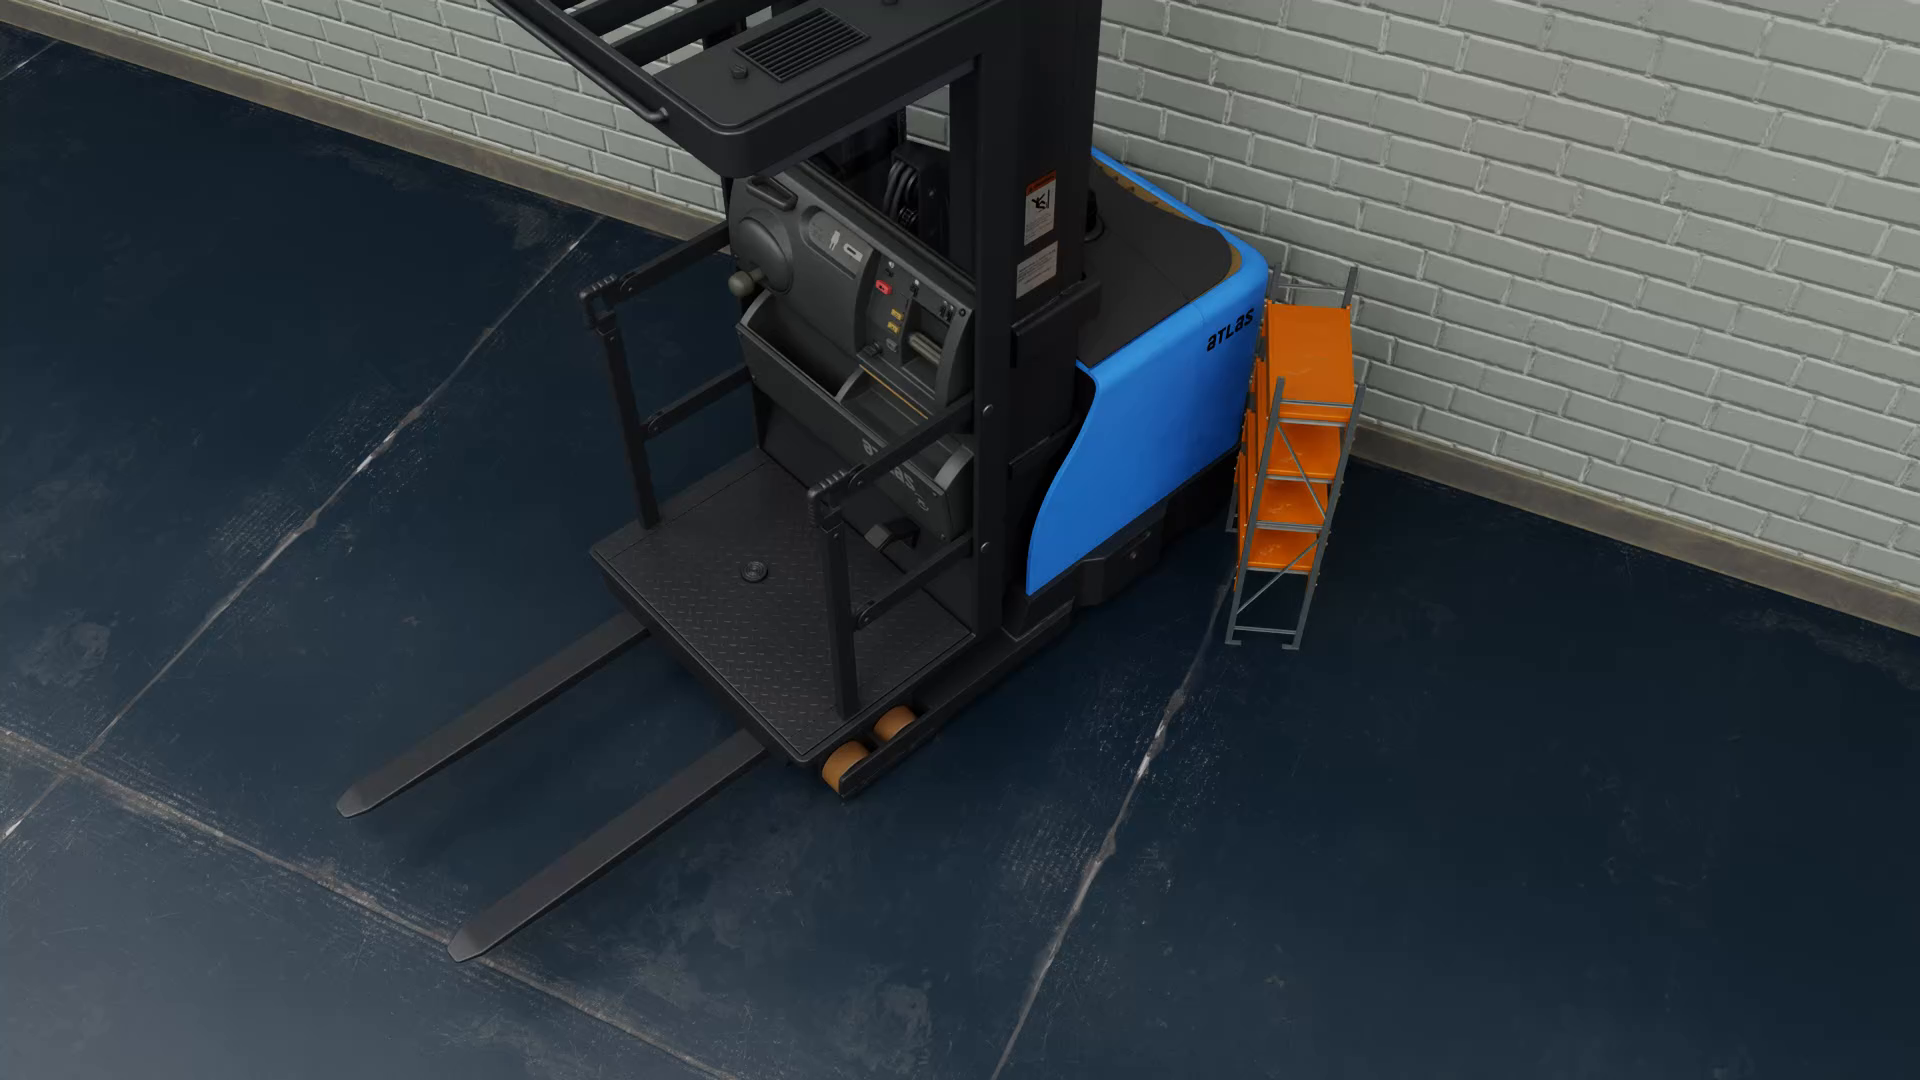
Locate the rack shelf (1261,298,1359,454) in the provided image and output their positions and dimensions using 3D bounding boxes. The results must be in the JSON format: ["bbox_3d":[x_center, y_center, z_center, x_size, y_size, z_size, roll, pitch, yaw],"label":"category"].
[{"bbox_3d":[1.015,-0.483,4.857,0.258,0.148,0.480,5,50,4],"label":"rack shelf"}]

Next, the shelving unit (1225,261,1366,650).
[{"bbox_3d":[1.015,-0.228,5.156,0.258,1.200,0.503,5,50,4],"label":"shelving unit"}]

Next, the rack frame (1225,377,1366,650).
[{"bbox_3d":[0.989,-0.043,4.999,0.240,1.200,0.015,5,50,4],"label":"rack frame"}]

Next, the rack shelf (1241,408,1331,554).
[{"bbox_3d":[1.015,-0.184,5.207,0.258,0.148,0.480,5,50,4],"label":"rack shelf"}]

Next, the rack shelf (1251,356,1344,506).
[{"bbox_3d":[1.015,-0.329,5.037,0.258,0.148,0.480,5,50,4],"label":"rack shelf"}]

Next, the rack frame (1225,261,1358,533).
[{"bbox_3d":[1.041,-0.413,5.313,0.240,1.200,0.015,5,50,4],"label":"rack frame"}]

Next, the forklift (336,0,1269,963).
[{"bbox_3d":[-0.464,-0.628,4.360,3.031,2.935,1.130,-35,58,-26],"label":"forklift"}]

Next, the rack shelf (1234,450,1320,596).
[{"bbox_3d":[1.015,-0.056,5.359,0.258,0.148,0.480,5,50,4],"label":"rack shelf"}]
